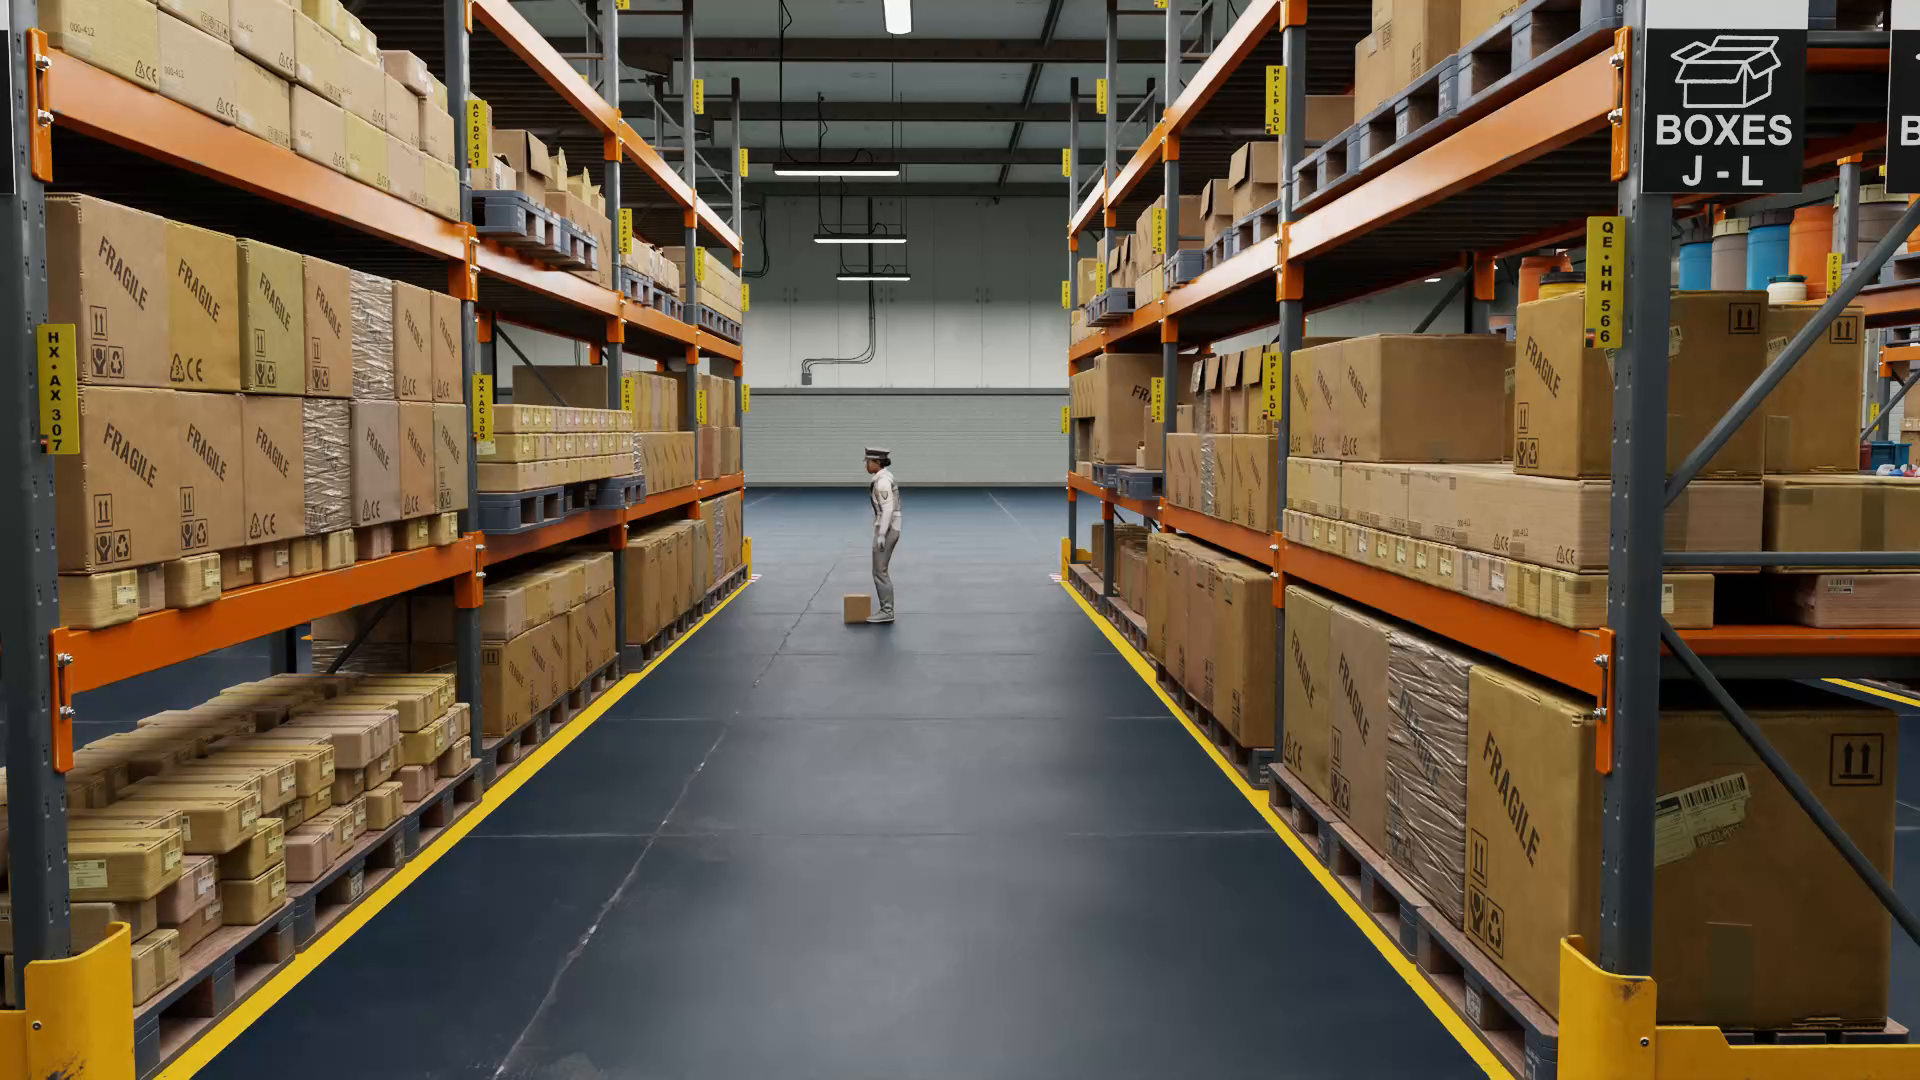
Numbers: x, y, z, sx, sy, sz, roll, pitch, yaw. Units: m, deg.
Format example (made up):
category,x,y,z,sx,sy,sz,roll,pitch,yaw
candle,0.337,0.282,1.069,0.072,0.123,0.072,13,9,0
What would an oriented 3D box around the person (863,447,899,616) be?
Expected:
category,x,y,z,sx,sy,sz,roll,pitch,yaw
person,-0.750,-0.086,15.788,0.344,1.600,0.508,0,4,-4
